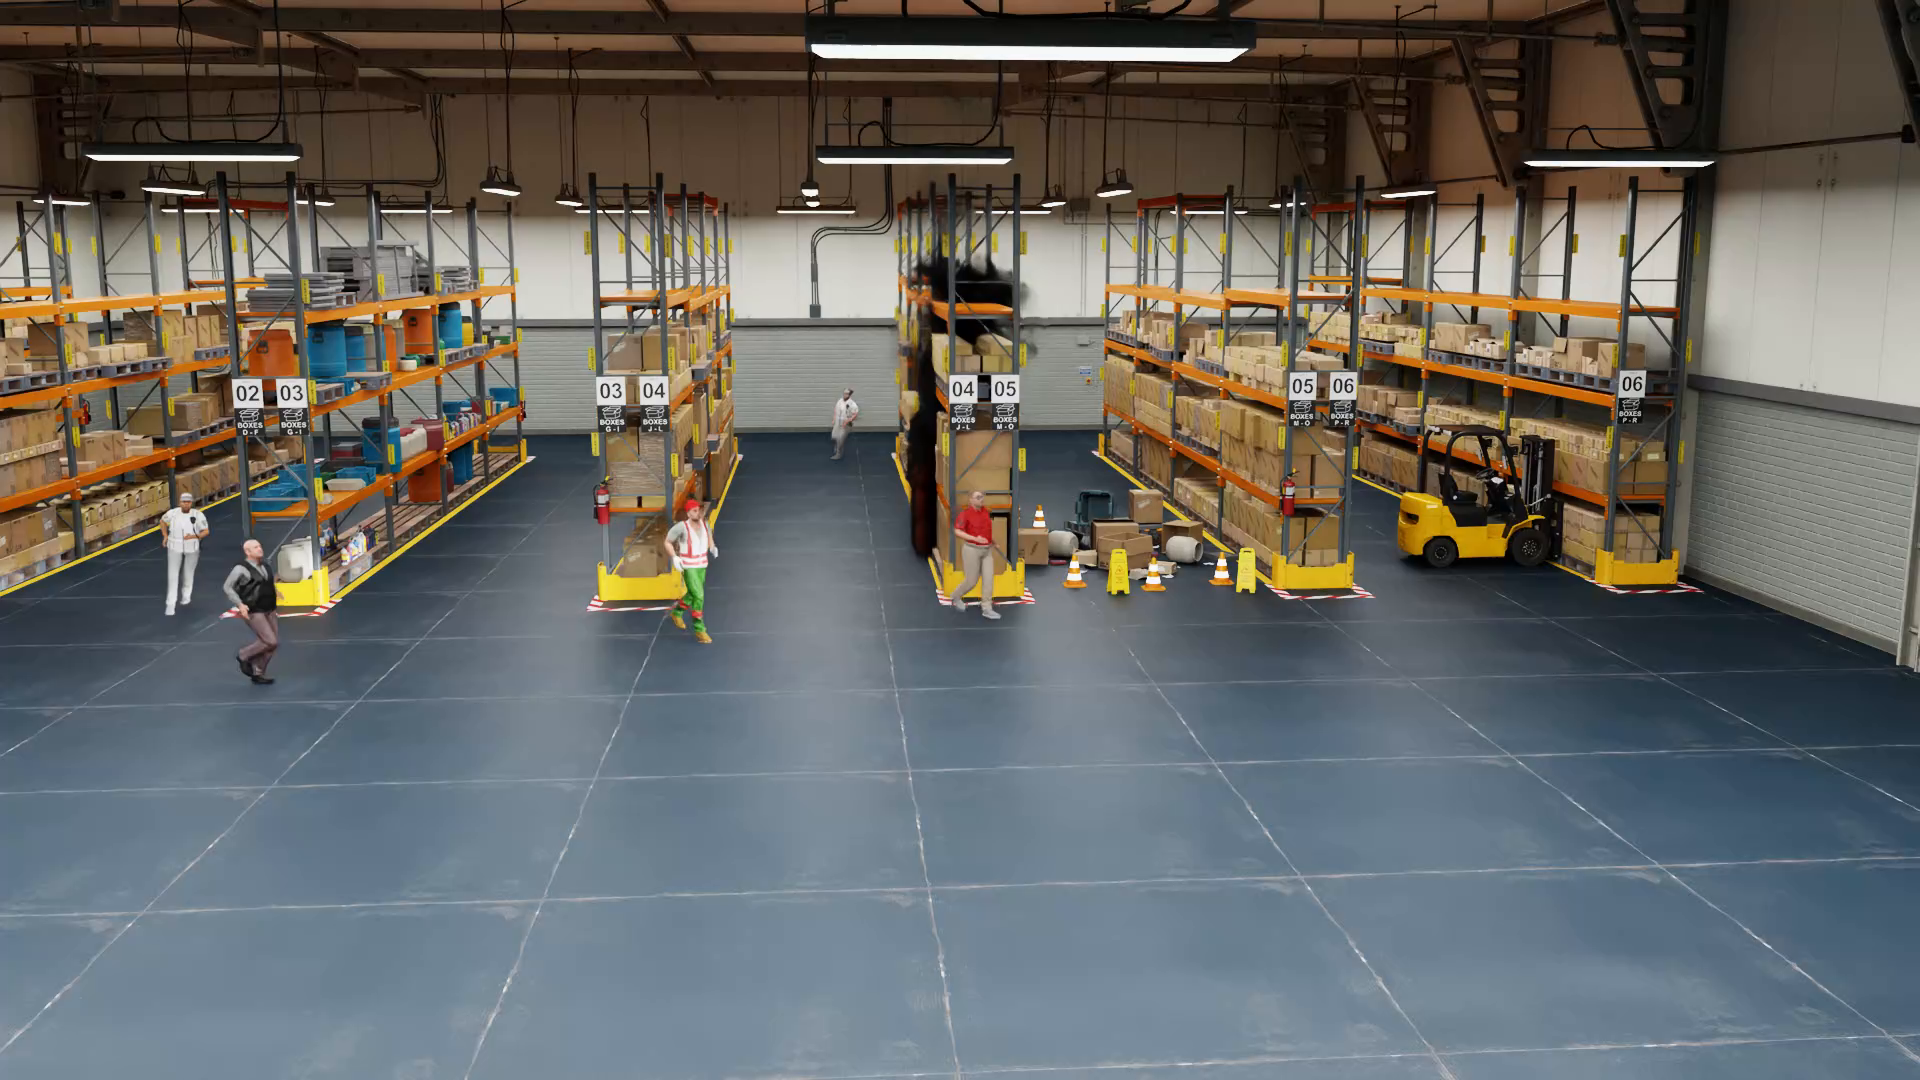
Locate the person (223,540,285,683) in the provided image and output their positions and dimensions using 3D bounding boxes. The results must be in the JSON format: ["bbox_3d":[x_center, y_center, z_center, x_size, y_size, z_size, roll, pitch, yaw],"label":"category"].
[{"bbox_3d":[-8.062,0.830,19.180,0.569,1.676,0.652,3,10,17],"label":"person"}]

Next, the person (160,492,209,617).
[{"bbox_3d":[-10.757,0.169,23.113,0.630,1.695,0.796,-4,11,-23],"label":"person"}]

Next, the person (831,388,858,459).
[{"bbox_3d":[-2.765,-2.764,39.439,0.701,1.706,0.536,5,11,25],"label":"person"}]

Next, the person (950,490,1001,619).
[{"bbox_3d":[0.214,0.172,22.244,0.686,1.706,0.829,-9,13,-40],"label":"person"}]

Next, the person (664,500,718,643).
[{"bbox_3d":[-3.448,0.364,21.441,0.846,1.810,0.650,8,13,38],"label":"person"}]
